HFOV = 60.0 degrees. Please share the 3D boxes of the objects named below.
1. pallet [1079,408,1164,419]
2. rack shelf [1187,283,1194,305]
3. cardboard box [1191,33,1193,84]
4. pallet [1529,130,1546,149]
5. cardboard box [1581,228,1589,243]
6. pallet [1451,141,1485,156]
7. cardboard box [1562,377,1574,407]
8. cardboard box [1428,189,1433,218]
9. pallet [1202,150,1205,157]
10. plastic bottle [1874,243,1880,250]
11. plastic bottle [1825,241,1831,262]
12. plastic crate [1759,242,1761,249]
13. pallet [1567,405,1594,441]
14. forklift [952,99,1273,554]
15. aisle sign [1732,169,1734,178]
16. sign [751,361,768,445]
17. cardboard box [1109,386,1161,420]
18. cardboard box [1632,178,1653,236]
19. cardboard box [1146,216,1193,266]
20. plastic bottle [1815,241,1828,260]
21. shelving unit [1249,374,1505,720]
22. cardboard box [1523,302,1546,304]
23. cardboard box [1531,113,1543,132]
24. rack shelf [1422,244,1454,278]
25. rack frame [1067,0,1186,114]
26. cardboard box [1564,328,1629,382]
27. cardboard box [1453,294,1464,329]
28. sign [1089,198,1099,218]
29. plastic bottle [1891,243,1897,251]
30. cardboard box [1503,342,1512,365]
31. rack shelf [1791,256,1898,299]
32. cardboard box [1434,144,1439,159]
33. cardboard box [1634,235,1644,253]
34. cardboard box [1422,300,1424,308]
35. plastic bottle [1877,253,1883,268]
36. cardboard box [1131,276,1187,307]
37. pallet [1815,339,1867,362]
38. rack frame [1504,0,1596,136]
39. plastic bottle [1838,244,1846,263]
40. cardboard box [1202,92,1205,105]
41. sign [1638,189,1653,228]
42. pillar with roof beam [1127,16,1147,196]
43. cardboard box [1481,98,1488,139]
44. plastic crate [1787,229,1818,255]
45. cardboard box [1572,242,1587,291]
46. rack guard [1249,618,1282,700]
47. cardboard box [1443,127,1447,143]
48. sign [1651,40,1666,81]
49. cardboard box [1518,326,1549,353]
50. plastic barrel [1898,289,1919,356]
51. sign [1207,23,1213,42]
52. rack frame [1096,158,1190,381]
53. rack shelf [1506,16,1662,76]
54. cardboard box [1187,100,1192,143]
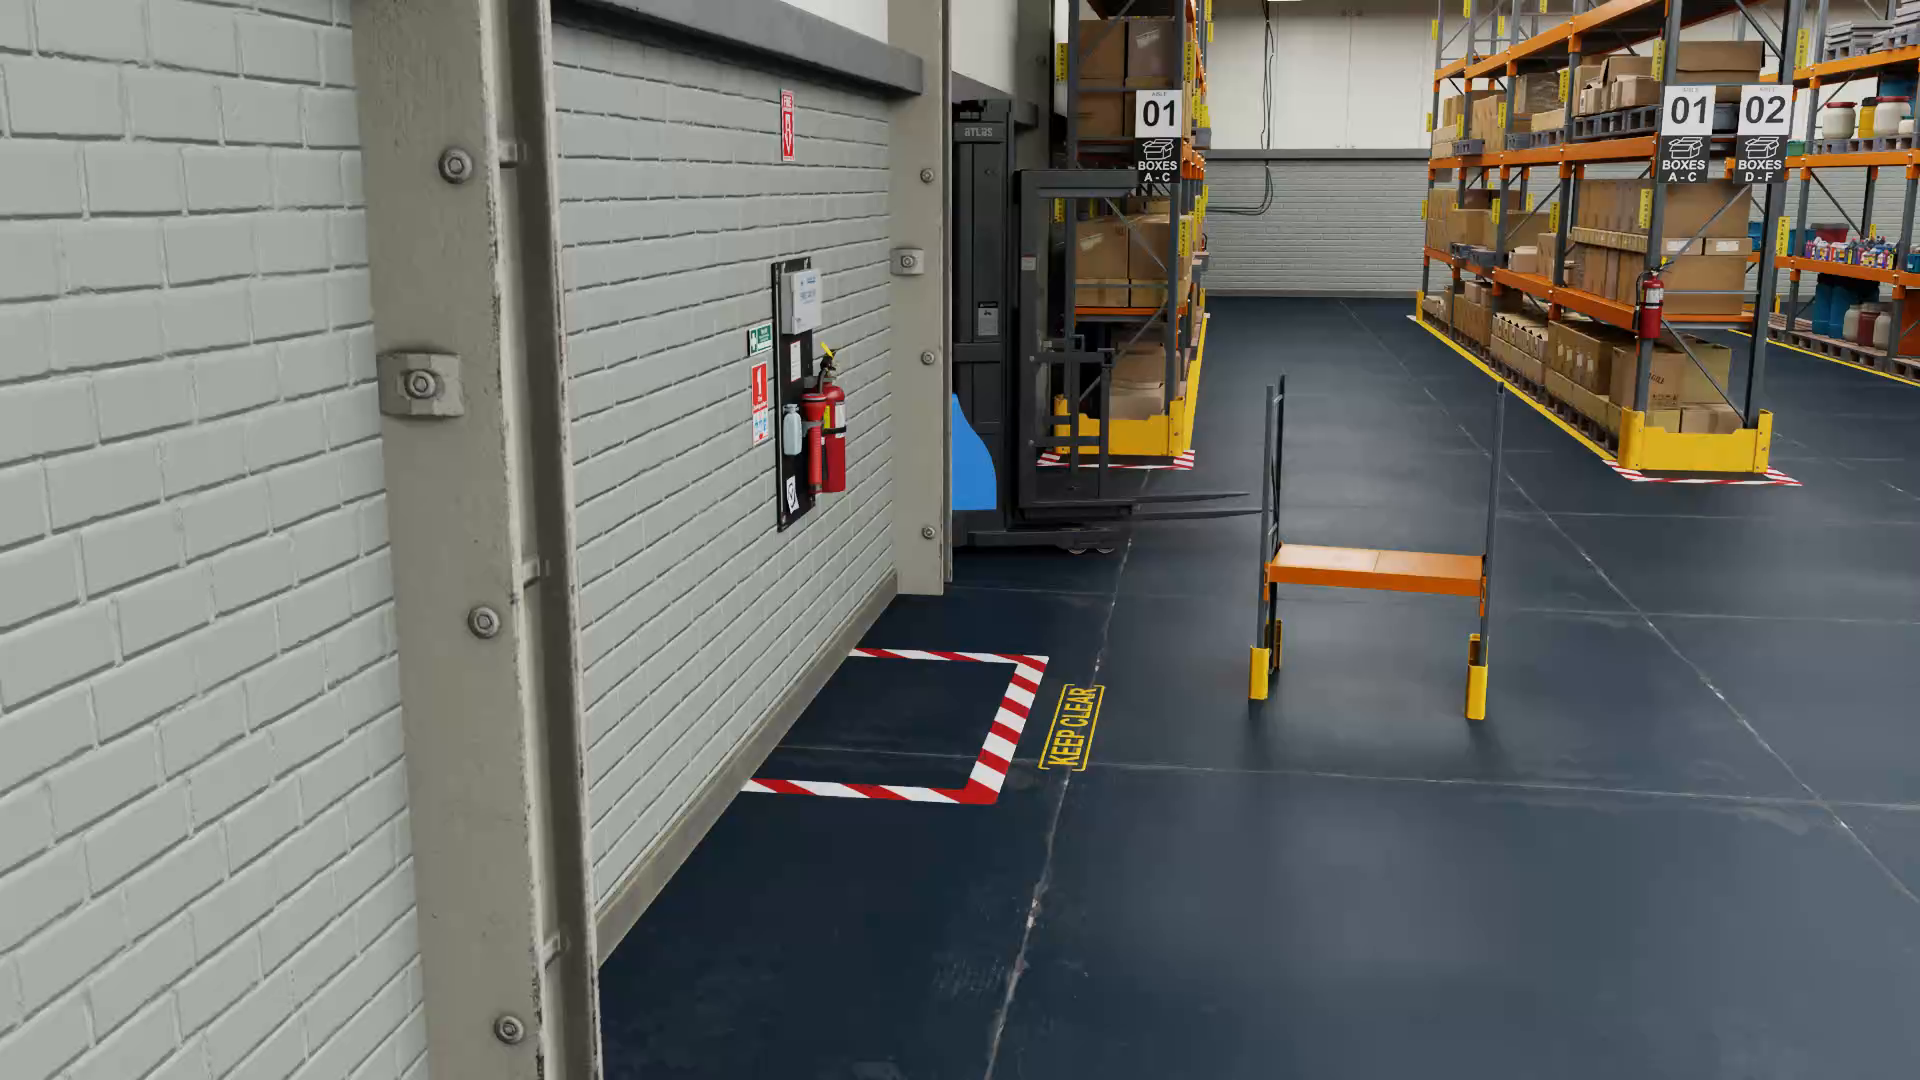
[{"bbox_3d":[1.610,-1.078,15.995,1.003,0.211,1.213,2,12,9],"label":"pallet"},{"bbox_3d":[2.361,-3.155,20.719,1.077,0.370,4.000,2,12,9],"label":"rack shelf"},{"bbox_3d":[1.933,-4.553,15.723,0.500,0.500,0.500,2,12,10],"label":"cardboard box"},{"bbox_3d":[7.379,-4.760,19.789,1.003,0.211,1.213,2,12,11],"label":"pallet"},{"bbox_3d":[6.640,-3.141,17.169,0.380,0.149,0.250,2,12,7],"label":"cardboard box"},{"bbox_3d":[8.010,-5.837,24.783,1.213,0.211,1.003,2,12,9],"label":"pallet"},{"bbox_3d":[6.414,-1.497,16.849,0.500,0.250,0.500,2,12,9],"label":"cardboard box"},{"bbox_3d":[8.466,-5.882,29.057,0.500,0.500,0.500,2,12,10],"label":"cardboard box"},{"bbox_3d":[3.796,-6.856,29.278,1.003,0.211,1.213,2,12,9],"label":"pallet"},{"bbox_3d":[13.072,-4.098,23.695,0.097,0.271,0.097,0,12,0],"label":"plastic bottle"},{"bbox_3d":[12.459,-4.130,23.814,0.061,0.283,0.133,2,12,9],"label":"plastic bottle"},{"bbox_3d":[13.044,-4.707,26.698,0.293,0.136,0.466,2,12,9],"label":"plastic crate"},{"bbox_3d":[6.600,-1.148,16.321,1.003,0.211,1.213,2,12,9],"label":"pallet"},{"bbox_3d":[0.623,-1.450,11.263,3.031,2.935,1.130,-2,12,-7],"label":"forklift"},{"bbox_3d":[13.406,-6.563,28.654,0.394,0.787,0.004,2,12,9],"label":"aisle sign"},{"bbox_3d":[-0.836,-0.575,6.955,0.001,0.329,0.234,2,12,9],"label":"sign"},{"bbox_3d":[1.634,-1.299,15.740,0.500,0.311,0.500,0,12,2],"label":"cardboard box"},{"bbox_3d":[6.502,-2.998,14.969,0.700,0.500,0.500,2,12,7],"label":"cardboard box"},{"bbox_3d":[2.216,-3.181,17.660,0.500,0.500,0.500,2,12,8],"label":"cardboard box"},{"bbox_3d":[12.569,-4.214,24.220,0.152,0.276,0.135,2,12,9],"label":"plastic bottle"},{"bbox_3d":[1.984,0.002,7.925,1.083,1.500,0.587,4,13,17],"label":"shelving unit"},{"bbox_3d":[8.149,-3.164,23.943,0.500,0.500,0.500,1,12,7],"label":"cardboard box"},{"bbox_3d":[7.550,-5.265,21.043,0.500,0.250,0.500,1,12,4],"label":"cardboard box"},{"bbox_3d":[8.487,-4.660,27.706,1.077,0.370,4.000,2,12,9],"label":"rack shelf"},{"bbox_3d":[1.439,-5.190,14.216,1.000,3.000,0.127,2,12,9],"label":"rack frame"},{"bbox_3d":[6.415,-1.864,16.770,0.500,0.500,0.500,2,12,9],"label":"cardboard box"},{"bbox_3d":[7.864,-3.496,25.484,0.500,0.500,0.500,1,12,6],"label":"cardboard box"},{"bbox_3d":[1.505,-3.673,18.670,0.100,0.325,0.005,2,12,9],"label":"sign"},{"bbox_3d":[13.142,-4.024,23.340,0.152,0.276,0.135,2,12,9],"label":"plastic bottle"},{"bbox_3d":[7.043,-2.312,20.629,0.500,0.250,0.500,2,12,7],"label":"cardboard box"},{"bbox_3d":[12.766,-3.666,23.094,1.077,0.370,4.000,2,12,9],"label":"rack shelf"},{"bbox_3d":[8.375,-6.619,28.323,0.500,0.250,0.500,2,12,9],"label":"cardboard box"},{"bbox_3d":[6.283,-2.657,14.926,0.380,0.149,0.250,2,12,8],"label":"cardboard box"},{"bbox_3d":[8.391,-4.174,29.463,0.380,0.149,0.250,2,12,9],"label":"cardboard box"},{"bbox_3d":[12.185,-3.694,21.987,0.097,0.201,0.097,0,12,0],"label":"plastic bottle"},{"bbox_3d":[1.827,-2.285,15.285,0.500,0.250,0.500,2,12,7],"label":"cardboard box"},{"bbox_3d":[12.728,-2.657,23.323,1.003,0.211,1.213,2,12,9],"label":"pallet"},{"bbox_3d":[7.564,-6.696,21.202,1.000,3.000,0.127,2,12,9],"label":"rack frame"},{"bbox_3d":[12.403,-4.023,23.347,0.097,0.271,0.097,0,12,0],"label":"plastic bottle"},{"bbox_3d":[3.671,-6.909,26.652,0.500,0.500,0.500,2,12,8],"label":"cardboard box"},{"bbox_3d":[5.800,-2.800,14.055,0.100,0.325,0.005,2,12,9],"label":"sign"},{"bbox_3d":[7.714,-8.971,31.762,9.100,9.000,0.400,2,12,9],"label":"pillar with roof beam"},{"bbox_3d":[7.949,-6.123,24.192,0.600,0.600,0.600,2,12,8],"label":"cardboard box"},{"bbox_3d":[12.808,-4.564,25.447,0.392,0.384,0.575,2,12,9],"label":"plastic crate"},{"bbox_3d":[6.887,-2.887,17.531,0.700,0.500,0.500,2,12,7],"label":"cardboard box"},{"bbox_3d":[1.509,0.581,8.204,0.087,0.250,0.587,4,13,17],"label":"rack guard"},{"bbox_3d":[8.223,-6.655,27.304,0.500,0.250,0.500,2,12,9],"label":"cardboard box"},{"bbox_3d":[5.800,-3.979,13.801,0.100,0.325,0.005,2,12,9],"label":"sign"},{"bbox_3d":[6.881,-2.372,19.576,0.500,0.311,0.500,2,12,8],"label":"cardboard box"},{"bbox_3d":[12.517,-2.849,21.746,0.600,0.830,0.708,2,12,9],"label":"plastic barrel"},{"bbox_3d":[4.433,-8.996,29.469,0.100,0.325,0.005,2,12,9],"label":"sign"},{"bbox_3d":[2.054,-3.090,18.712,1.000,3.000,0.127,2,12,9],"label":"rack frame"},{"bbox_3d":[7.257,-5.732,19.388,1.077,0.370,4.000,2,12,9],"label":"rack shelf"},{"bbox_3d":[2.082,-4.280,16.831,0.500,0.500,0.500,1,12,6],"label":"cardboard box"}]
